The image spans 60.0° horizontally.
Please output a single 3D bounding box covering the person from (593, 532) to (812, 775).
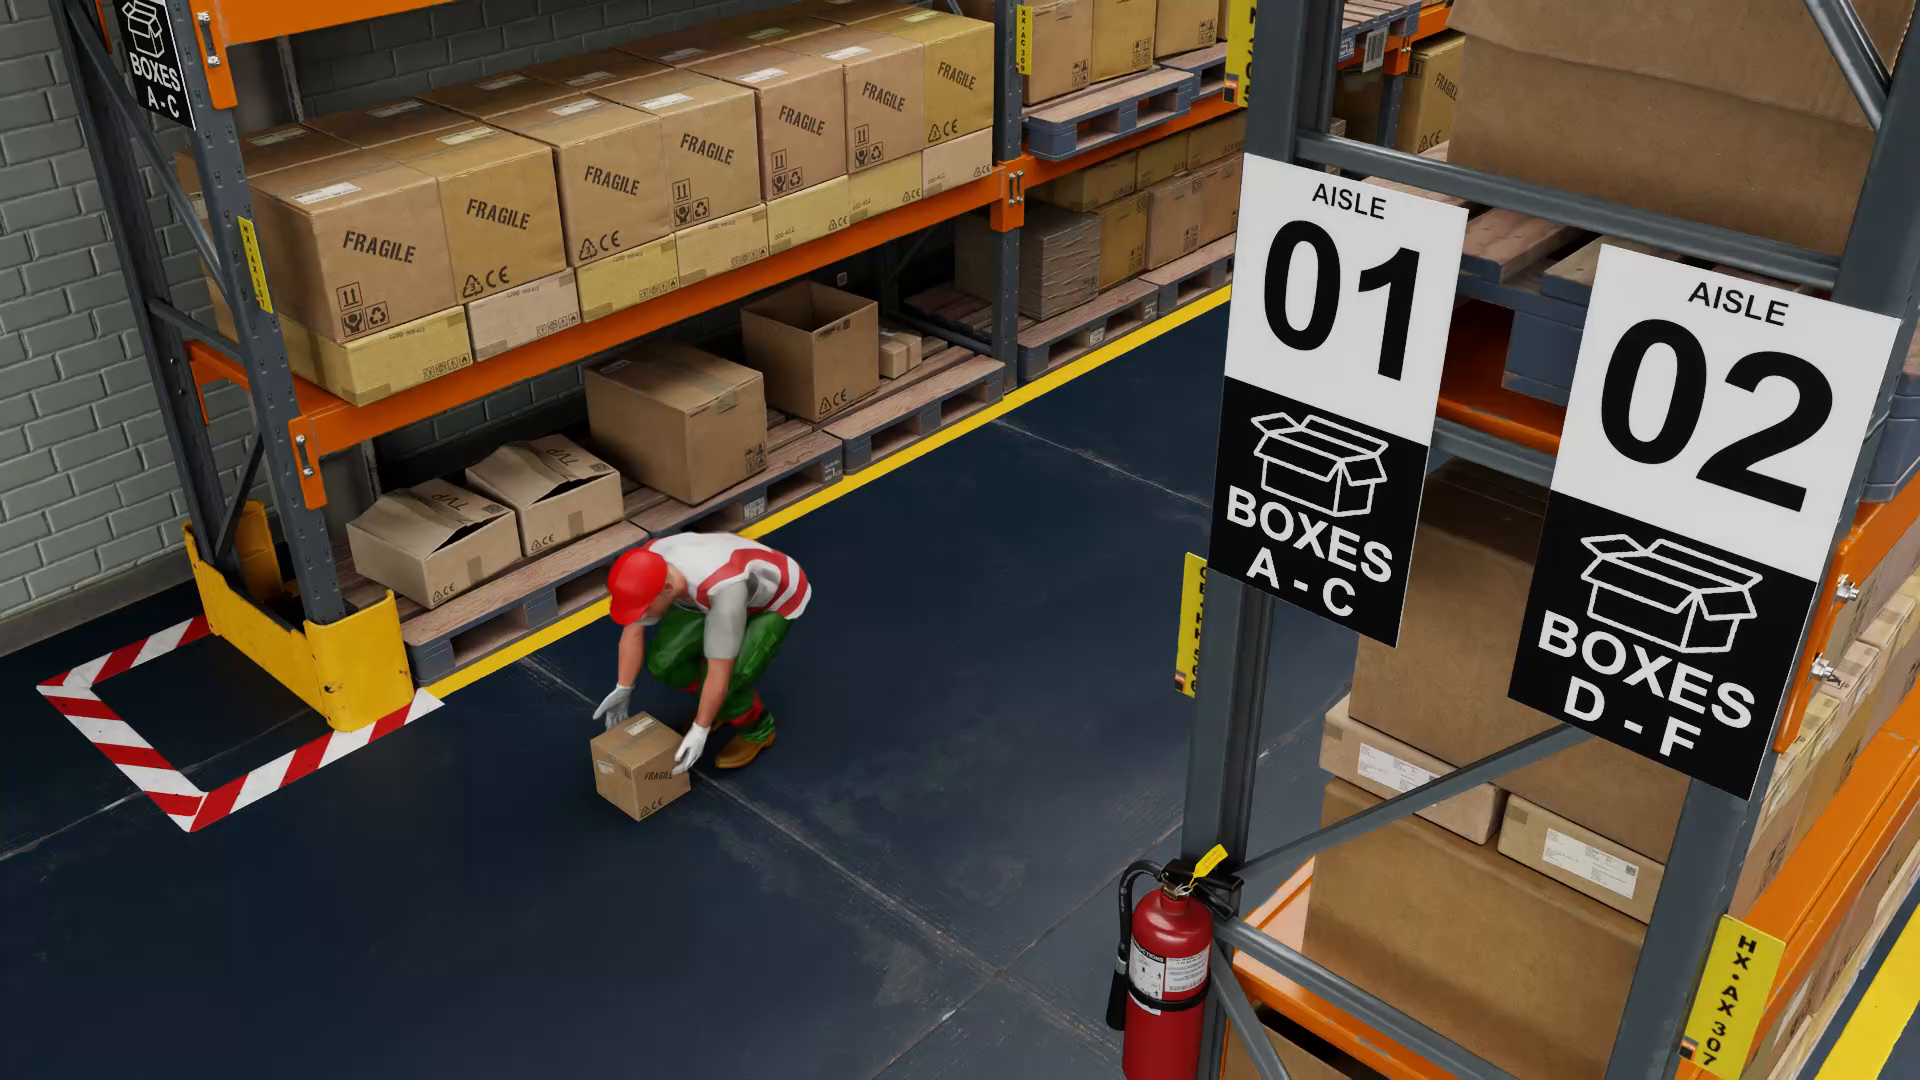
[{"bbox_3d":[-0.924,0.365,6.209,0.579,1.065,0.870,25,39,35],"label":"person"}]
